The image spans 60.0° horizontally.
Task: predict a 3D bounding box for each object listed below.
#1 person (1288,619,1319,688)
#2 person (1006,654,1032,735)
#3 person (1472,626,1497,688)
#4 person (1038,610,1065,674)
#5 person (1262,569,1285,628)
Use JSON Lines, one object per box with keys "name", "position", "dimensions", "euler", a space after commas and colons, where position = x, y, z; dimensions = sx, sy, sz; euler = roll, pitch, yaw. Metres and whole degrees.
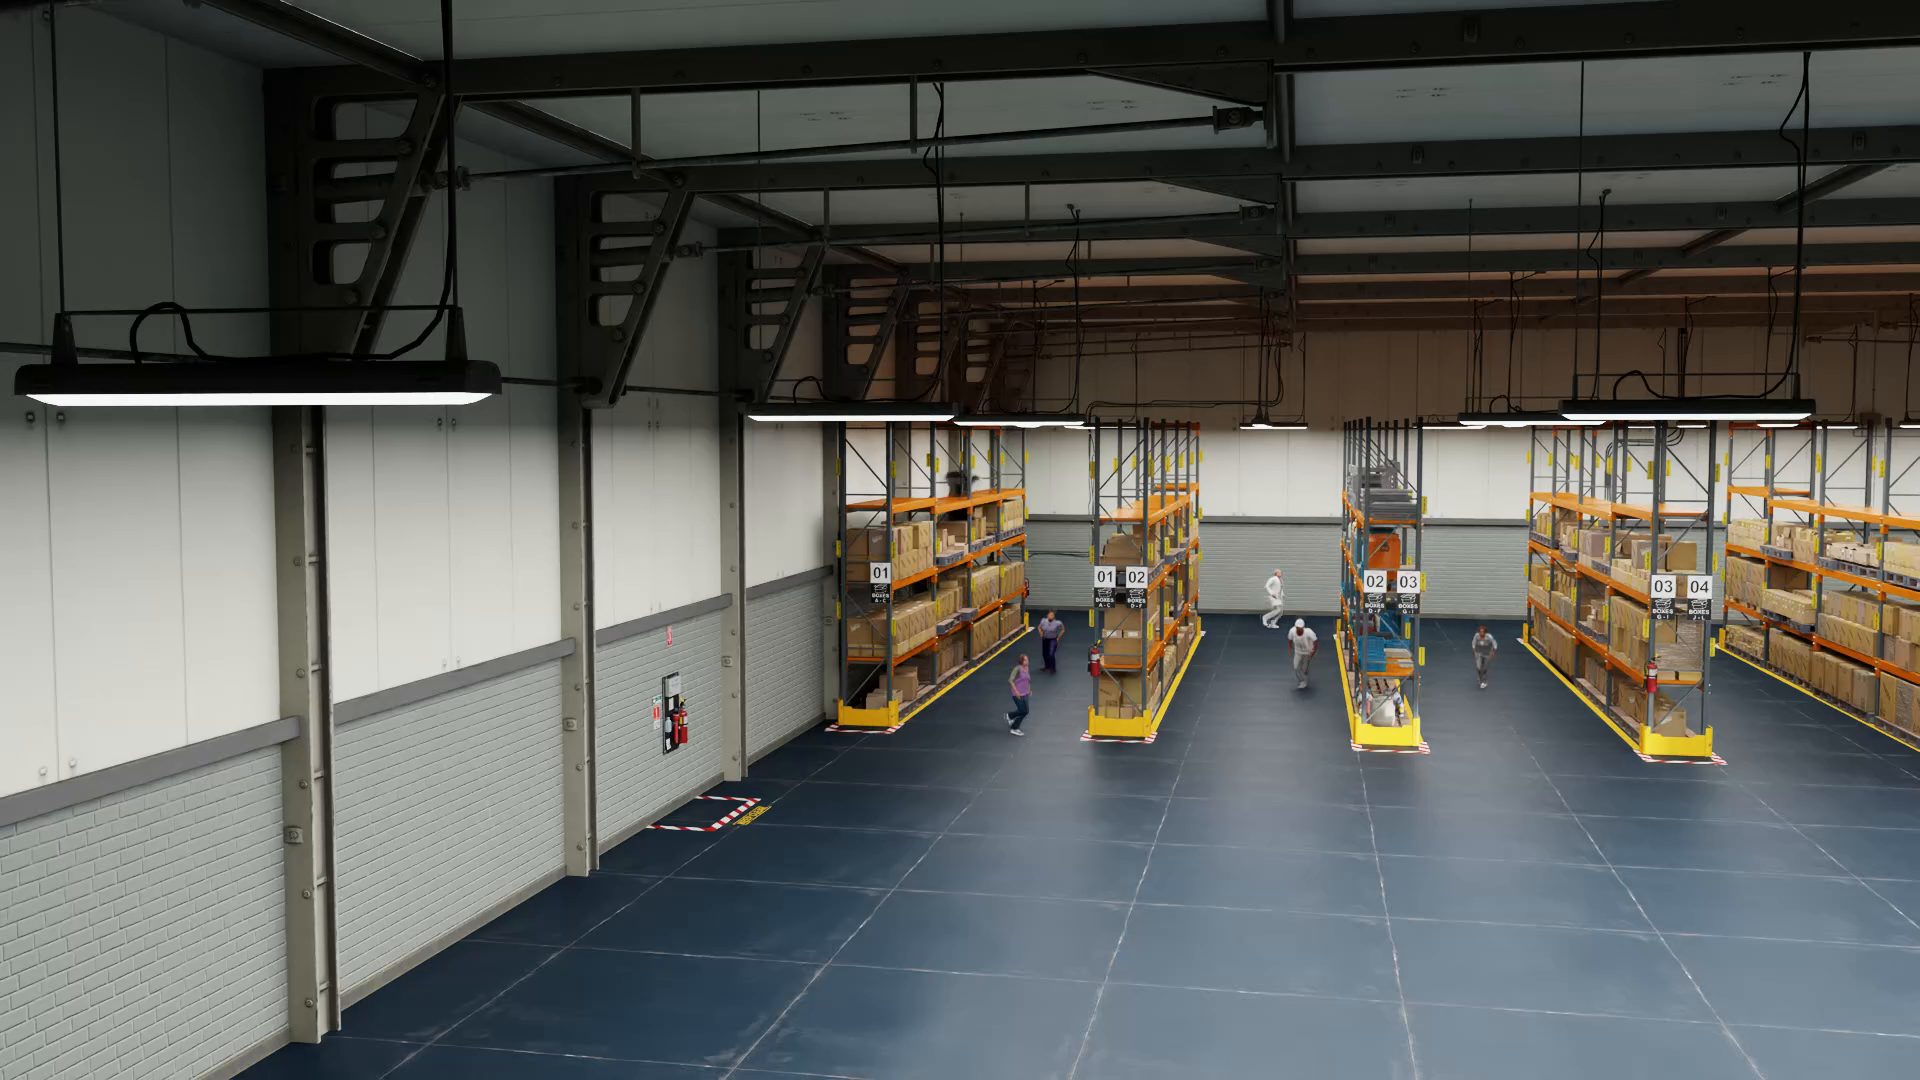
{"name": "person", "position": [7.686, 2.524, 37.175], "dimensions": [0.703, 1.583, 1.047], "euler": [2, 4, 25]}
{"name": "person", "position": [1.086, 2.919, 31.521], "dimensions": [0.518, 1.546, 0.541], "euler": [4, 5, 45]}
{"name": "person", "position": [11.746, 2.607, 37.238], "dimensions": [0.553, 1.413, 0.850], "euler": [1, 4, 22]}
{"name": "person", "position": [2.150, 2.419, 39.619], "dimensions": [0.699, 1.554, 0.774], "euler": [2, 4, 28]}
{"name": "person", "position": [9.216, 1.711, 48.712], "dimensions": [0.591, 1.703, 0.796], "euler": [2, 4, 30]}
